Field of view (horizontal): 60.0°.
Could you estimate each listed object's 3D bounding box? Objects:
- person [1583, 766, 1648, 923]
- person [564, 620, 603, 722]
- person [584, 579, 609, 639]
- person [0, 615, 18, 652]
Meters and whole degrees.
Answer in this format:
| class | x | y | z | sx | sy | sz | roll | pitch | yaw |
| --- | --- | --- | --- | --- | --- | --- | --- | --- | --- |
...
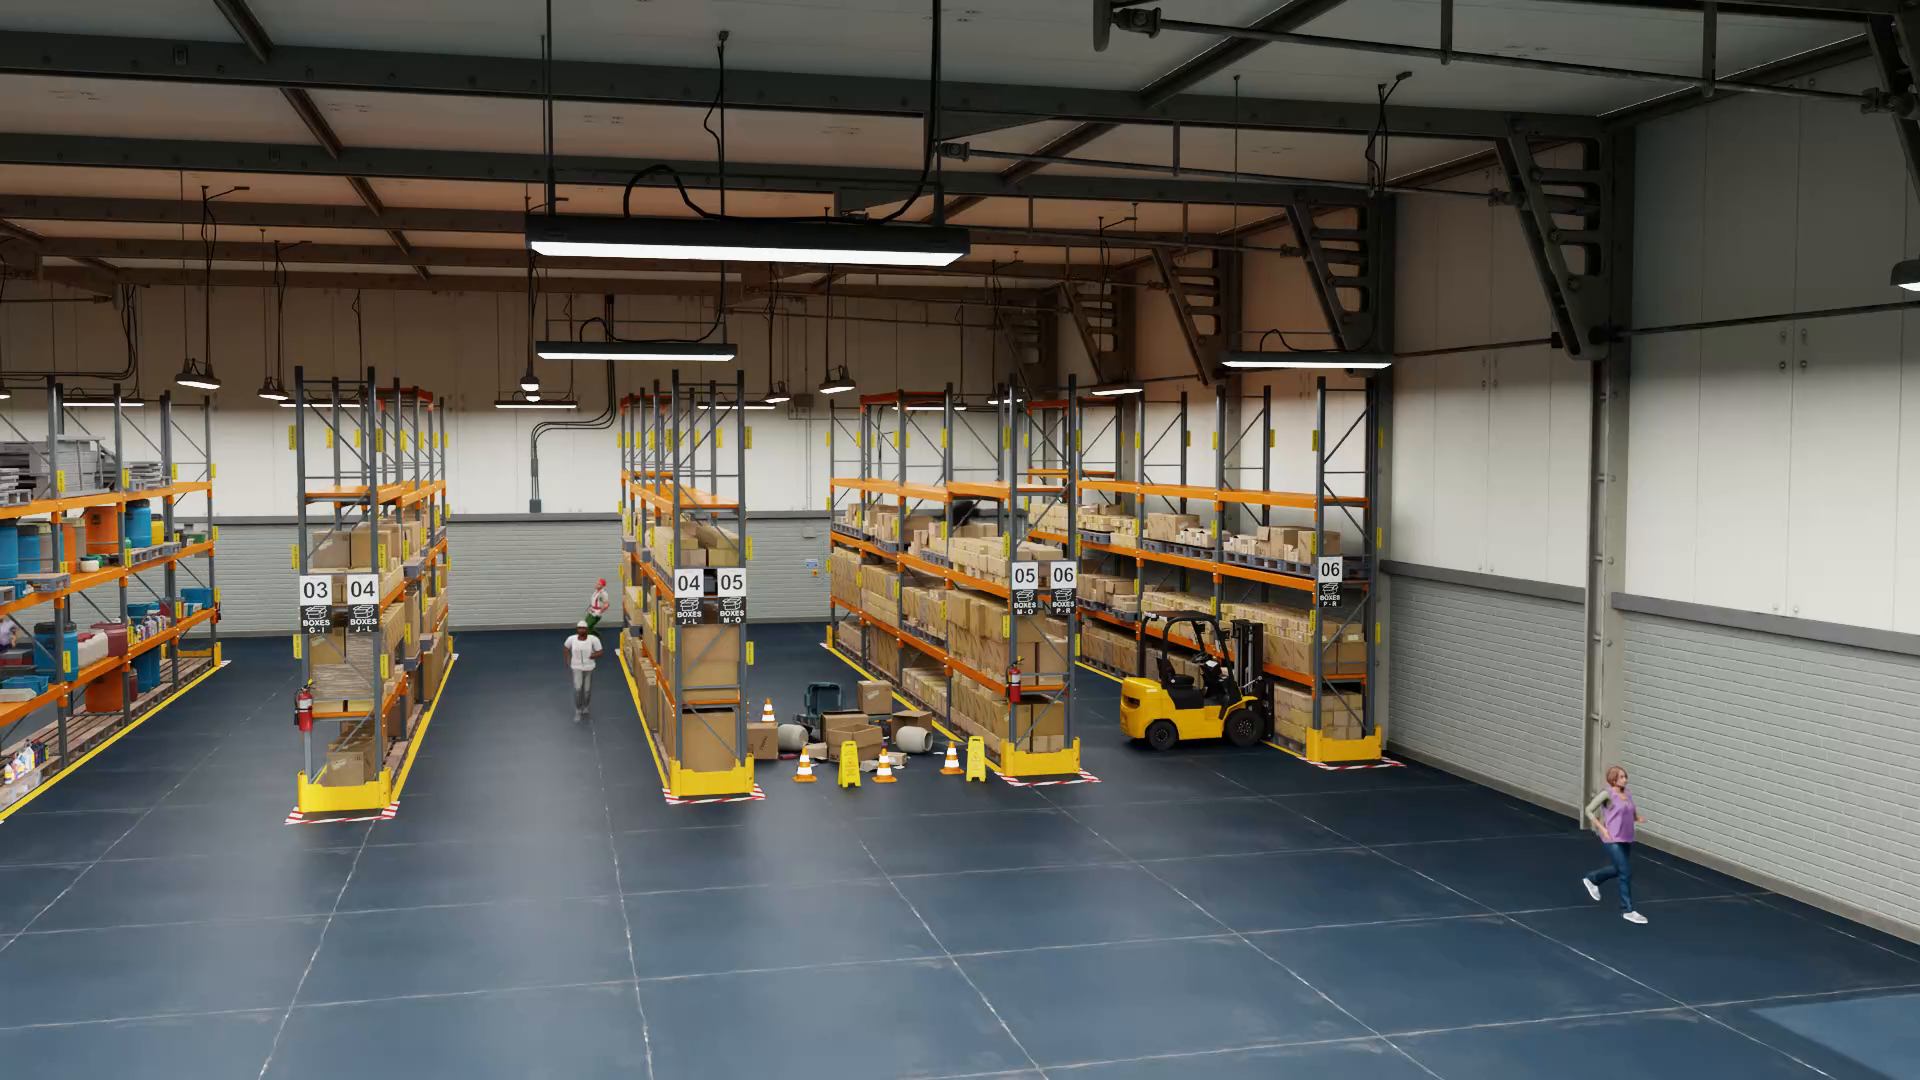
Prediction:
| class | x | y | z | sx | sy | sz | roll | pitch | yaw |
| --- | --- | --- | --- | --- | --- | --- | --- | --- | --- |
| person | 6.881 | 3.156 | 17.467 | 0.545 | 1.575 | 0.853 | -2 | 4 | -30 |
| person | -6.763 | 2.349 | 29.900 | 0.678 | 1.828 | 0.775 | -1 | 4 | -14 |
| person | -8.753 | 1.767 | 39.853 | 0.546 | 1.690 | 0.717 | -2 | 4 | -32 |
| person | -18.945 | 2.209 | 32.839 | 0.606 | 1.648 | 0.924 | -2 | 4 | -27 |
